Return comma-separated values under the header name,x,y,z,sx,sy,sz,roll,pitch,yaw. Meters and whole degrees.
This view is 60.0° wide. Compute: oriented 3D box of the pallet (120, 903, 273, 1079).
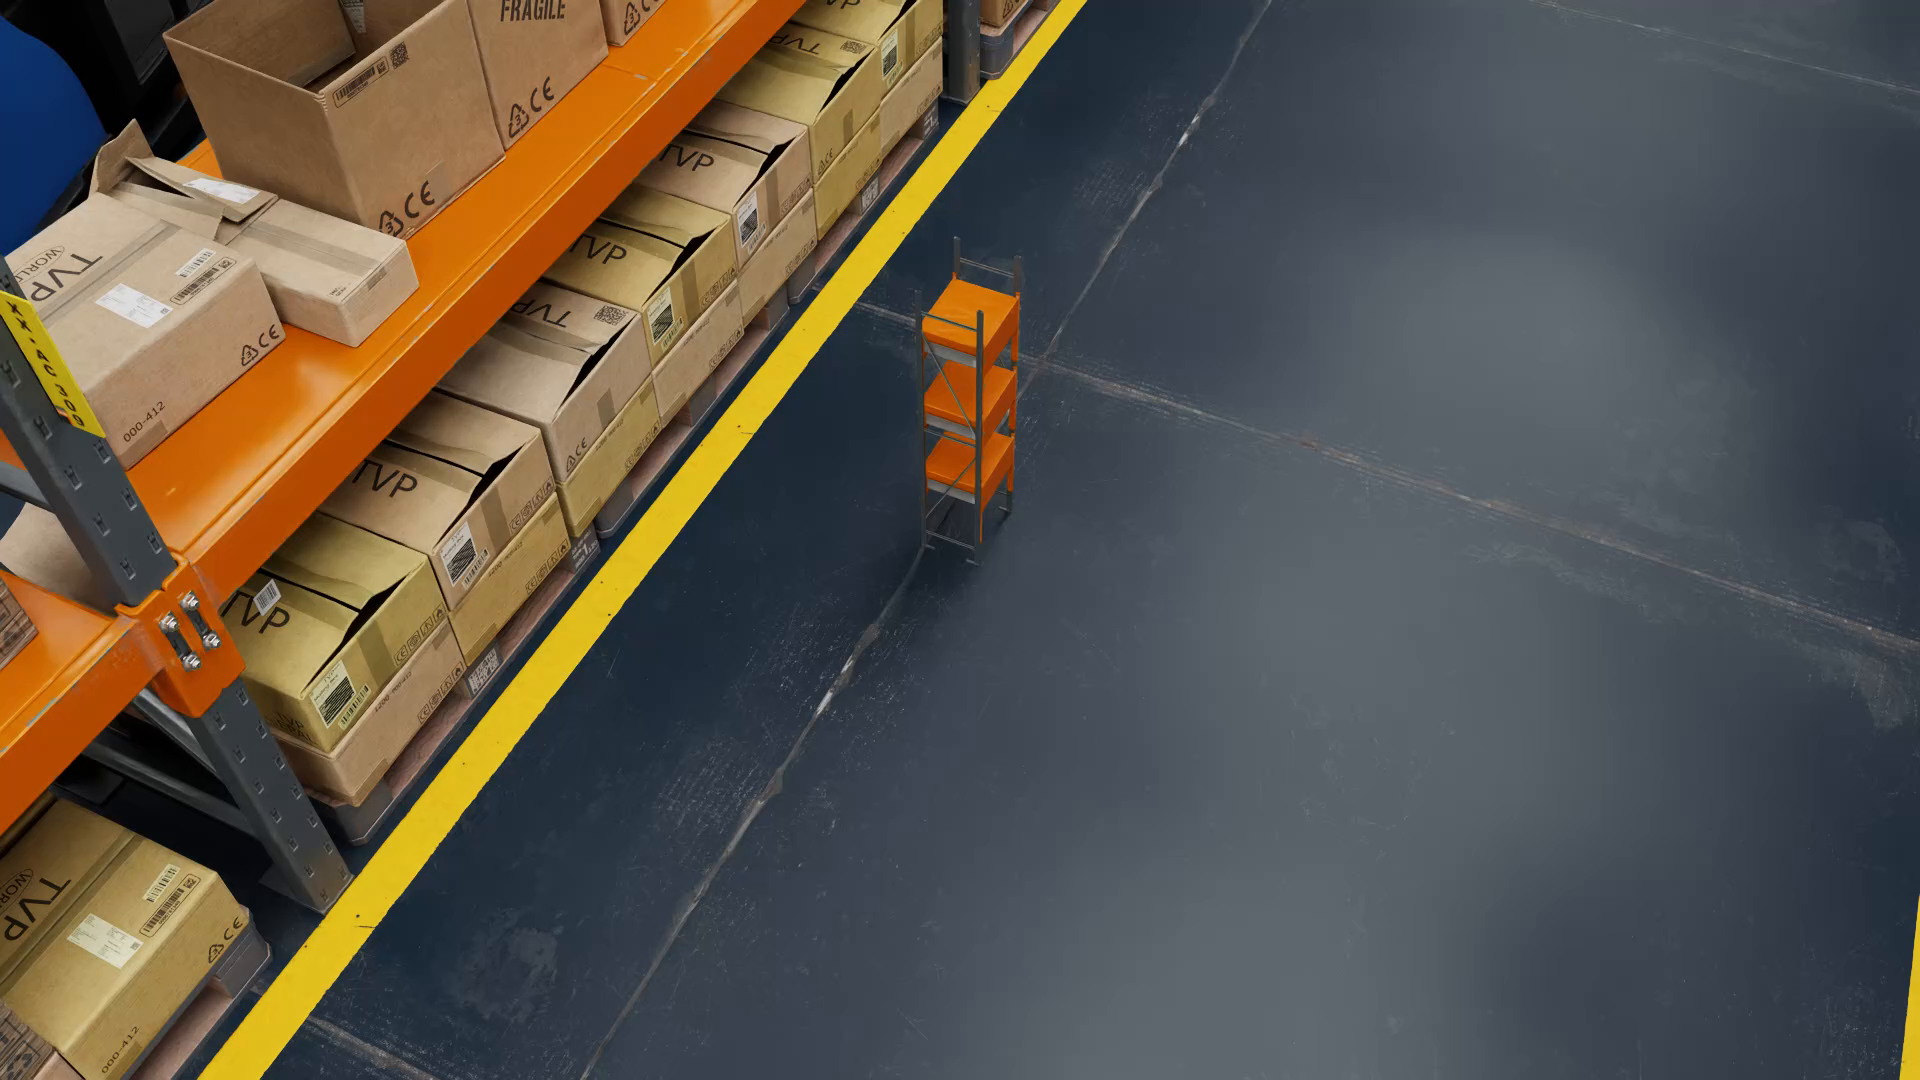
name,x,y,z,sx,sy,sz,roll,pitch,yaw
pallet,-2.483,1.256,4.042,1.003,0.211,1.213,20,52,16

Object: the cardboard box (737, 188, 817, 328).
name,x,y,z,sx,sy,sz,roll,pitch,yaw
cardboard box,-0.835,-1.038,5.693,0.500,0.250,0.500,21,53,17

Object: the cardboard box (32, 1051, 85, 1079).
name,x,y,z,sx,sy,sz,roll,pitch,yaw
cardboard box,-2.328,1.305,3.700,0.500,0.250,0.500,20,52,16

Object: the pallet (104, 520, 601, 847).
name,x,y,z,sx,sy,sz,roll,pitch,yaw
pallet,-1.825,0.202,4.939,1.003,0.211,1.213,20,52,16

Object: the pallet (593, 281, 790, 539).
name,x,y,z,sx,sy,sz,roll,pitch,yaw
pallet,-1.305,-0.641,5.657,1.003,0.211,1.213,20,52,16

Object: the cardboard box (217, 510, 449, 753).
name,x,y,z,sx,sy,sz,roll,pitch,yaw
cardboard box,-1.703,0.188,4.282,0.500,0.311,0.500,20,52,16

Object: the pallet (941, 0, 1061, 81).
name,x,y,z,sx,sy,sz,roll,pitch,yaw
pallet,-0.043,-2.534,7.267,1.003,0.211,1.213,20,52,16

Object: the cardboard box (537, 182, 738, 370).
name,x,y,z,sx,sy,sz,roll,pitch,yaw
cardboard box,-1.047,-0.871,5.183,0.500,0.311,0.500,21,53,17

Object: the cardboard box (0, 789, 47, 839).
name,x,y,z,sx,sy,sz,roll,pitch,yaw
cardboard box,-2.586,0.548,3.851,0.500,0.500,0.500,20,52,16

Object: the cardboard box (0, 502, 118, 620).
name,x,y,z,sx,sy,sz,roll,pitch,yaw
cardboard box,-2.191,0.020,4.425,0.500,0.311,0.500,20,52,16

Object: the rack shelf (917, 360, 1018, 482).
name,x,y,z,sx,sy,sz,roll,pitch,yaw
rack shelf,0.023,-0.370,4.890,0.215,0.259,0.240,20,52,16

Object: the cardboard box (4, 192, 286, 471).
name,x,y,z,sx,sy,sz,roll,pitch,yaw
cardboard box,-1.934,-0.486,3.792,0.500,0.250,0.500,23,53,18

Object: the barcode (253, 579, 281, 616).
name,x,y,z,sx,sy,sz,roll,pitch,yaw
barcode,-1.619,0.135,3.888,0.001,0.075,0.075,20,52,16

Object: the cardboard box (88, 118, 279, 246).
name,x,y,z,sx,sy,sz,roll,pitch,yaw
cardboard box,-1.895,-0.803,4.052,0.396,0.266,0.258,19,52,15

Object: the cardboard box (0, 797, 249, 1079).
name,x,y,z,sx,sy,sz,roll,pitch,yaw
cardboard box,-2.105,0.964,3.990,0.500,0.250,0.500,20,52,16

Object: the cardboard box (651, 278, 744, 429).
name,x,y,z,sx,sy,sz,roll,pitch,yaw
cardboard box,-1.052,-0.683,5.391,0.500,0.250,0.500,21,53,17

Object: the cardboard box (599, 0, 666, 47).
name,x,y,z,sx,sy,sz,roll,pitch,yaw
cardboard box,-1.098,-1.807,4.753,0.500,0.500,0.500,17,52,14

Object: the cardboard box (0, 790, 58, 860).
name,x,y,z,sx,sy,sz,roll,pitch,yaw
cardboard box,-2.577,0.794,4.134,0.500,0.250,0.500,20,52,16

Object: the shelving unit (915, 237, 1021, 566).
name,x,y,z,sx,sy,sz,roll,pitch,yaw
shelving unit,0.023,-0.377,4.882,0.215,1.050,0.252,20,52,16

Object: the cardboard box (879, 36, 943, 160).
name,x,y,z,sx,sy,sz,roll,pitch,yaw
cardboard box,-0.400,-1.739,6.290,0.500,0.250,0.500,21,53,17

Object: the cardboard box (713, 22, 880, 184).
name,x,y,z,sx,sy,sz,roll,pitch,yaw
cardboard box,-0.613,-1.562,5.771,0.500,0.311,0.500,19,52,16

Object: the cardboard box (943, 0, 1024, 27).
name,x,y,z,sx,sy,sz,roll,pitch,yaw
cardboard box,0.057,-2.489,6.750,0.500,0.500,0.500,22,53,18

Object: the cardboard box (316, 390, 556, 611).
name,x,y,z,sx,sy,sz,roll,pitch,yaw
cardboard box,-1.484,-0.155,4.573,0.500,0.311,0.500,19,52,16

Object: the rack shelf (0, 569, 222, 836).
name,x,y,z,sx,sy,sz,roll,pitch,yaw
rack shelf,-2.959,1.429,2.537,1.077,0.370,4.000,20,52,16

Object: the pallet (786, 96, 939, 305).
name,x,y,z,sx,sy,sz,roll,pitch,yaw
pallet,-0.783,-1.478,6.369,1.003,0.211,1.213,20,52,16

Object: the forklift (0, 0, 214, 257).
name,x,y,z,sx,sy,sz,roll,pitch,yaw
forklift,-3.574,-2.627,5.561,1.130,2.935,3.031,6,50,5

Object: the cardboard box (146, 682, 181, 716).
name,x,y,z,sx,sy,sz,roll,pitch,yaw
cardboard box,-2.190,0.194,4.645,0.500,0.250,0.500,19,52,16

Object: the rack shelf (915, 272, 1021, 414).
name,x,y,z,sx,sy,sz,roll,pitch,yaw
rack shelf,0.023,-0.554,4.673,0.215,0.259,0.240,20,52,16

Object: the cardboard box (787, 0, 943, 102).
name,x,y,z,sx,sy,sz,roll,pitch,yaw
cardboard box,-0.397,-1.922,6.077,0.500,0.311,0.500,21,53,17

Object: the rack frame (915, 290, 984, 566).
name,x,y,z,sx,sy,sz,roll,pitch,yaw
rack frame,-0.029,-0.293,4.810,0.200,1.050,0.008,20,52,16

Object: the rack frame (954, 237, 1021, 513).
name,x,y,z,sx,sy,sz,roll,pitch,yaw
rack frame,0.075,-0.461,4.953,0.200,1.050,0.008,20,52,16

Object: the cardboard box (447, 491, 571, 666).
name,x,y,z,sx,sy,sz,roll,pitch,yaw
cardboard box,-1.489,0.025,4.789,0.500,0.250,0.500,21,53,17

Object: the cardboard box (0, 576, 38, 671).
name,x,y,z,sx,sy,sz,roll,pitch,yaw
cardboard box,-2.289,0.094,3.135,0.700,0.500,0.500,19,52,15

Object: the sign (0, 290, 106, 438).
name,x,y,z,sx,sy,sz,roll,pitch,yaw
sign,-1.602,-0.308,2.922,0.100,0.325,0.005,20,52,16

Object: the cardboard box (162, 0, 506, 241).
name,x,y,z,sx,sy,sz,roll,pitch,yaw
cardboard box,-1.537,-1.100,4.151,0.500,0.500,0.500,23,53,19

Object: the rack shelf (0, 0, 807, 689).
name,x,y,z,sx,sy,sz,roll,pitch,yaw
rack shelf,-1.250,-1.325,4.881,1.077,0.370,4.000,20,52,16

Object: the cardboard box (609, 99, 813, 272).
name,x,y,z,sx,sy,sz,roll,pitch,yaw
cardboard box,-0.831,-1.215,5.476,0.500,0.311,0.500,19,52,16

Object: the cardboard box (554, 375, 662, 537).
name,x,y,z,sx,sy,sz,roll,pitch,yaw
cardboard box,-1.270,-0.333,5.093,0.500,0.250,0.500,18,52,15

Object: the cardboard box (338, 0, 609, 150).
name,x,y,z,sx,sy,sz,roll,pitch,yaw
cardboard box,-1.323,-1.445,4.444,0.500,0.500,0.500,20,52,16

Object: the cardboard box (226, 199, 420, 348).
name,x,y,z,sx,sy,sz,roll,pitch,yaw
cardboard box,-1.541,-0.644,3.993,0.380,0.149,0.250,20,52,16

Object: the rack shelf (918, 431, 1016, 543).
name,x,y,z,sx,sy,sz,roll,pitch,yaw
rack shelf,0.023,-0.190,5.101,0.215,0.259,0.240,20,52,16

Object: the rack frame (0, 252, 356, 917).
name,x,y,z,sx,sy,sz,roll,pitch,yaw
rack frame,-2.105,-0.181,3.435,1.000,3.000,0.127,20,52,16

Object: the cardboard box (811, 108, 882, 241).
name,x,y,z,sx,sy,sz,roll,pitch,yaw
cardboard box,-0.617,-1.383,5.987,0.500,0.250,0.500,19,52,16

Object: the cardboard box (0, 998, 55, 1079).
name,x,y,z,sx,sy,sz,roll,pitch,yaw
cardboard box,-2.330,1.062,3.414,0.500,0.500,0.500,20,52,16

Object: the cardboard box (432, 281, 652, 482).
name,x,y,z,sx,sy,sz,roll,pitch,yaw
cardboard box,-1.264,-0.511,4.877,0.500,0.311,0.500,18,52,15

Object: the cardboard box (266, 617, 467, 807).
name,x,y,z,sx,sy,sz,roll,pitch,yaw
cardboard box,-1.709,0.377,4.490,0.500,0.250,0.500,19,52,15

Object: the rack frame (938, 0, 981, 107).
name,x,y,z,sx,sy,sz,roll,pitch,yaw
rack frame,-0.396,-2.936,5.778,1.000,3.000,0.127,20,52,16
